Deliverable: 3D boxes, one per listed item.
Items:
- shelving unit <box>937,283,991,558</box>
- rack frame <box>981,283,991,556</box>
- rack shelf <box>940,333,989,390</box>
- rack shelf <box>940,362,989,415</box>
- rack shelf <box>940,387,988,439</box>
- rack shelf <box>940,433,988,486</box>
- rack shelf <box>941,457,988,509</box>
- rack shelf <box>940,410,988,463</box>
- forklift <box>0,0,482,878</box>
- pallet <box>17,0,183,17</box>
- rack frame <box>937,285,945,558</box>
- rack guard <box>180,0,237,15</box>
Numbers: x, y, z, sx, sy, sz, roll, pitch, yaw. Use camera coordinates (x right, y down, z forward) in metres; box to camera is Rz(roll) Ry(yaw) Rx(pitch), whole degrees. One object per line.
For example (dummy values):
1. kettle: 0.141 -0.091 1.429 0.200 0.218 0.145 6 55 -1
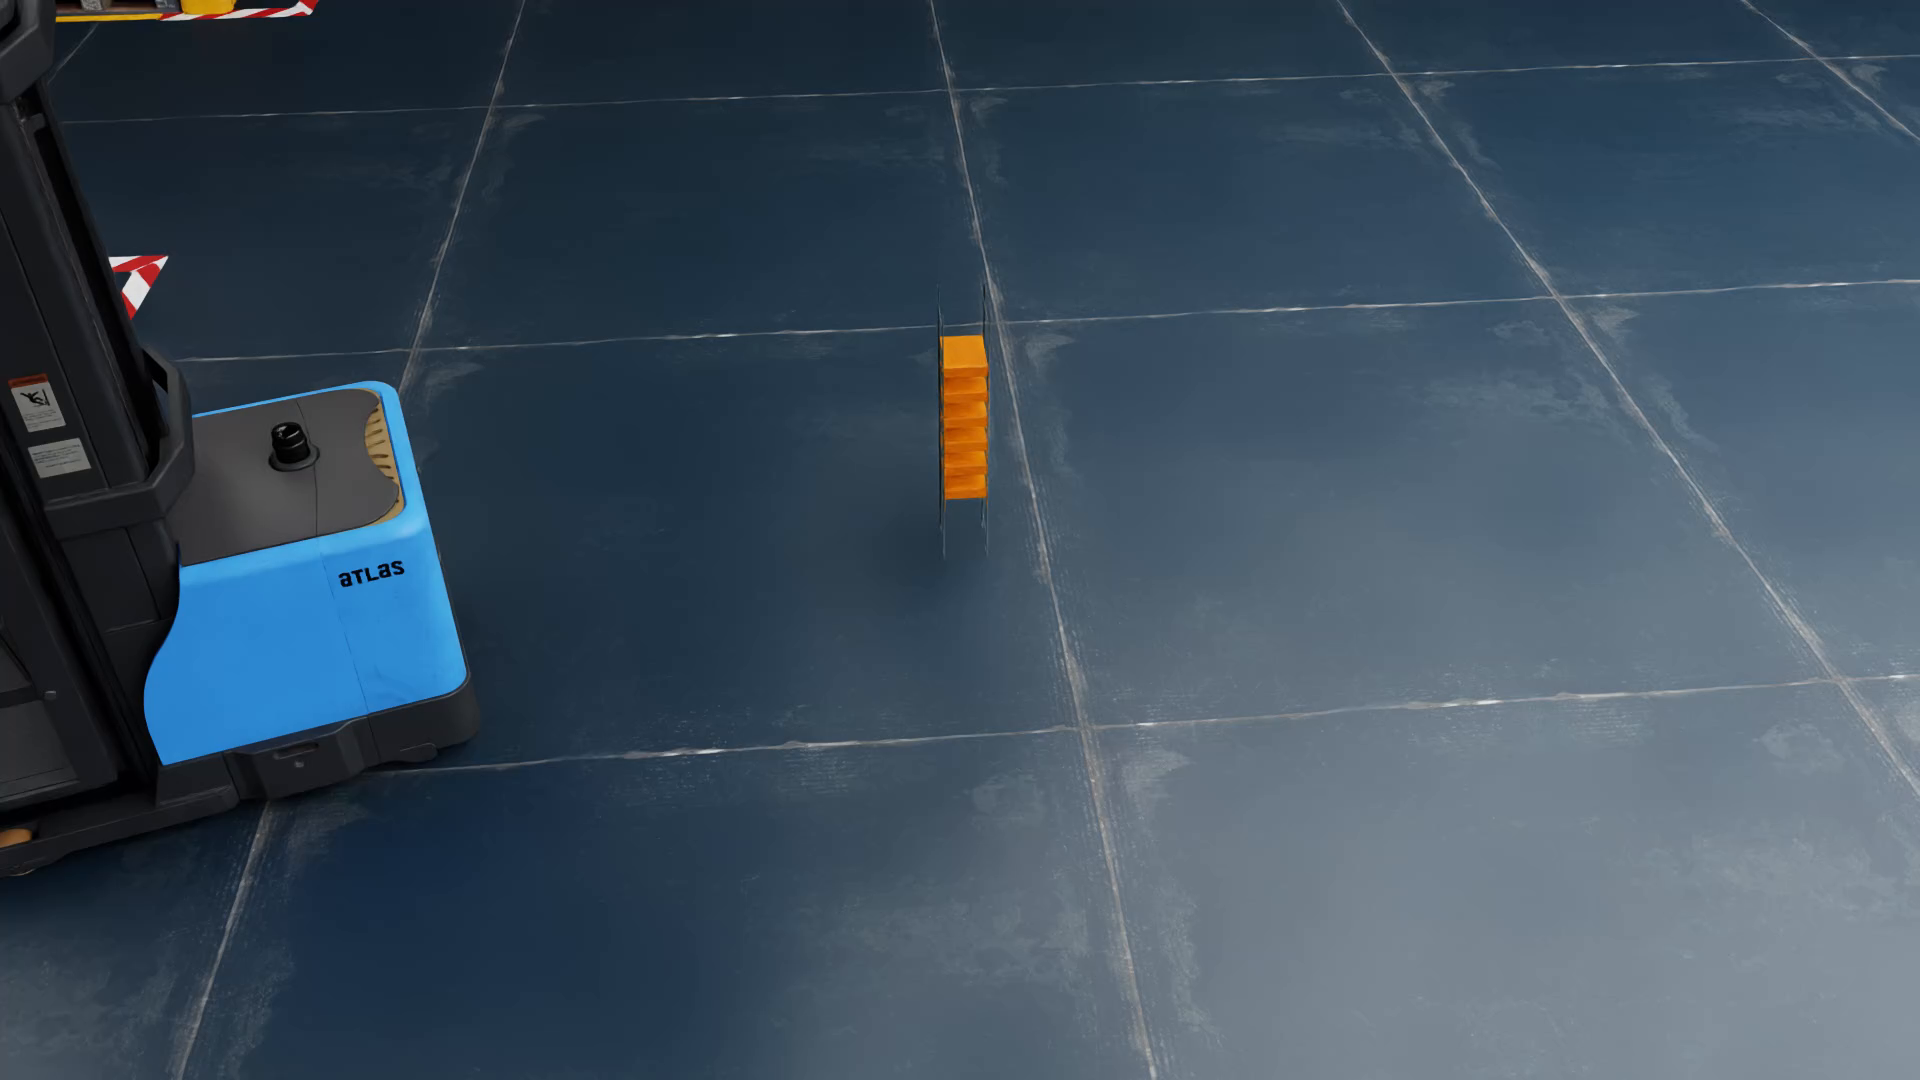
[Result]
1. shelving unit: 0.014 -0.472 6.879 0.189 1.200 0.258 -3 38 -4
2. rack frame: 0.106 -0.477 6.886 0.006 1.200 0.240 -3 38 -4
3. rack shelf: 0.014 -0.720 6.684 0.180 0.103 0.258 -3 38 -4
4. rack shelf: 0.014 -0.625 6.758 0.180 0.103 0.258 -3 38 -4
5. rack shelf: 0.014 -0.531 6.833 0.180 0.103 0.258 -3 38 -4
6. rack shelf: 0.014 -0.343 6.981 0.180 0.103 0.258 -3 38 -4
7. rack shelf: 0.014 -0.249 7.056 0.180 0.103 0.258 -3 38 -4
8. rack shelf: 0.014 -0.437 6.907 0.180 0.103 0.258 -3 38 -4
9. forklift: -3.370 -0.313 5.281 3.031 2.935 1.130 -14 40 -17
10. pallet: -6.322 -4.197 12.399 1.213 0.211 1.003 -3 38 -4
11. rack frame: -0.077 -0.467 6.873 0.006 1.200 0.240 -3 38 -4
12. rack guard: -5.540 -4.380 12.397 0.348 0.500 1.175 -3 38 -4
